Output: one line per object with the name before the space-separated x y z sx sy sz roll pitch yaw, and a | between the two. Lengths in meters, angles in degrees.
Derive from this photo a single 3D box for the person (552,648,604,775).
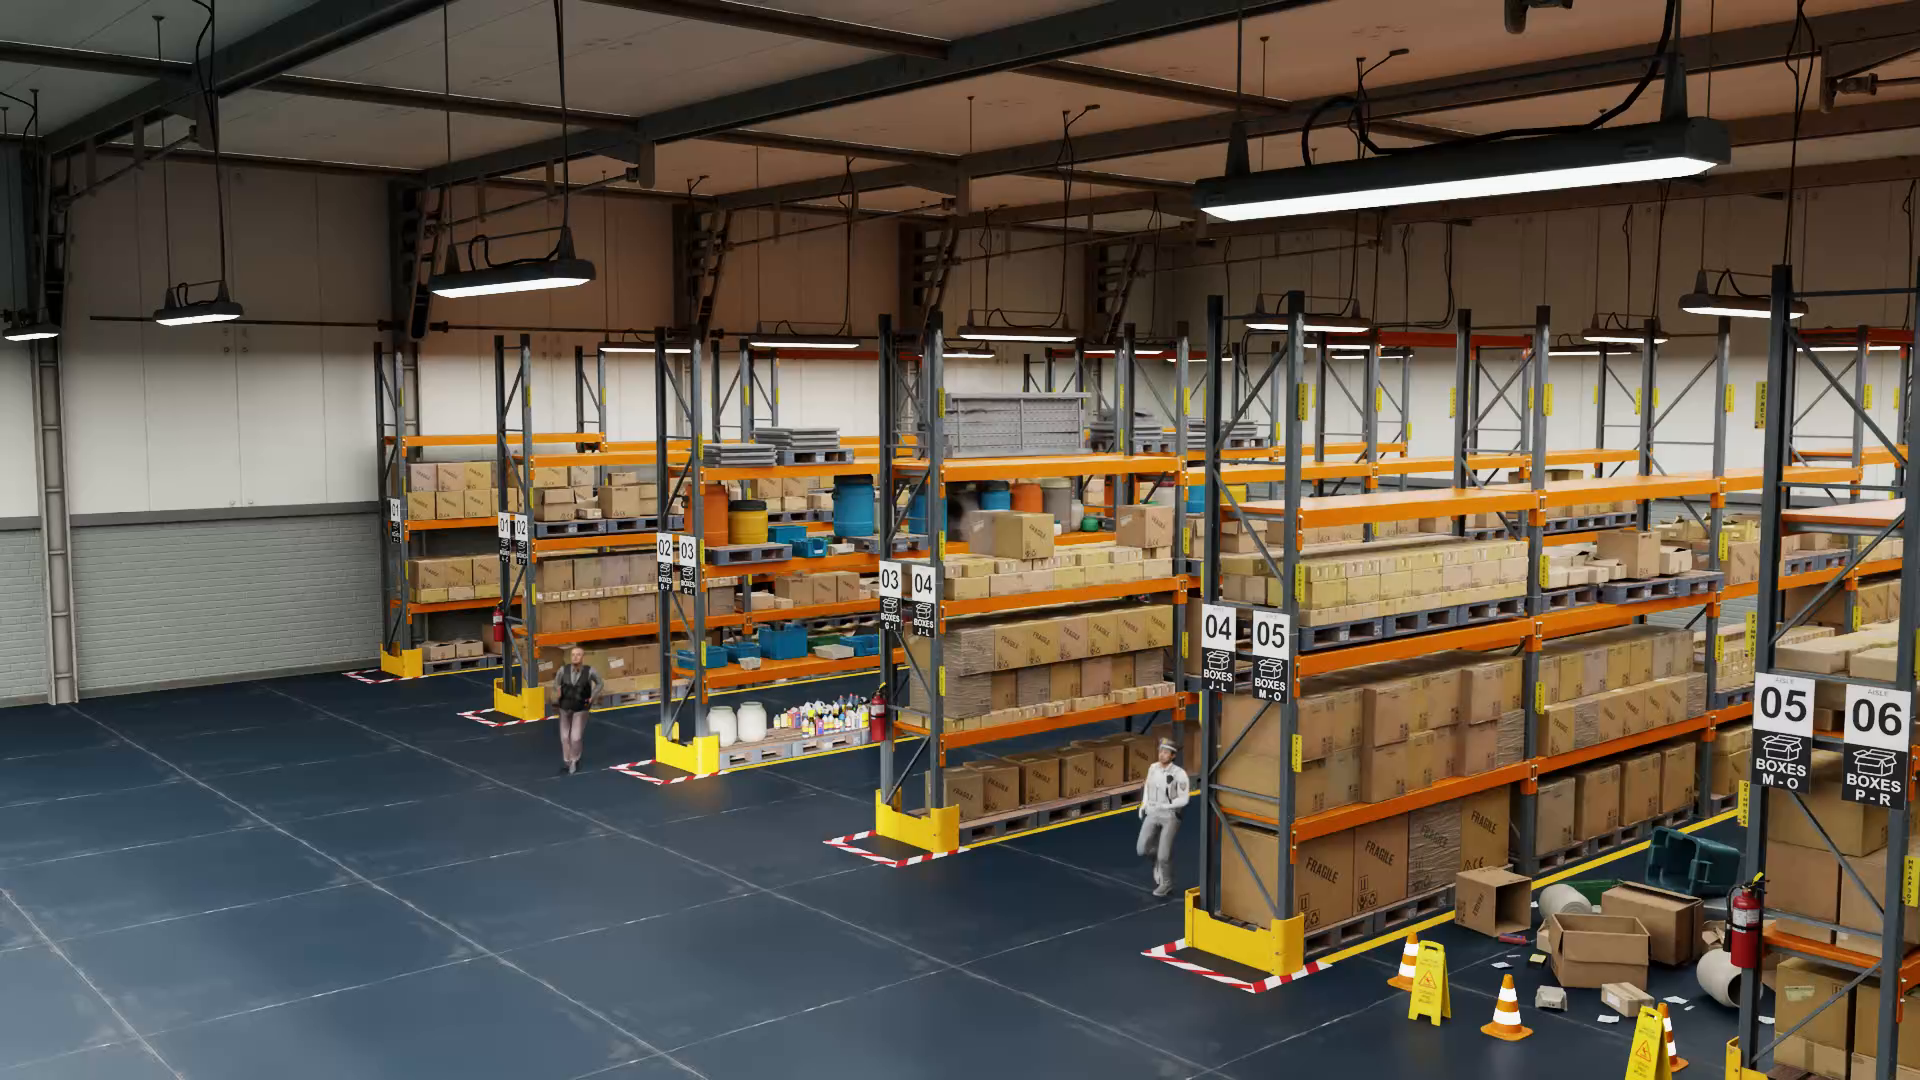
person | -5.145 2.292 22.279 0.663 1.705 0.685 0 5 4

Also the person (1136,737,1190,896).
person | 2.041 2.811 16.883 0.612 1.638 0.526 4 6 35

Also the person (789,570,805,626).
person | -3.145 1.391 32.168 0.598 1.691 0.874 5 7 44
